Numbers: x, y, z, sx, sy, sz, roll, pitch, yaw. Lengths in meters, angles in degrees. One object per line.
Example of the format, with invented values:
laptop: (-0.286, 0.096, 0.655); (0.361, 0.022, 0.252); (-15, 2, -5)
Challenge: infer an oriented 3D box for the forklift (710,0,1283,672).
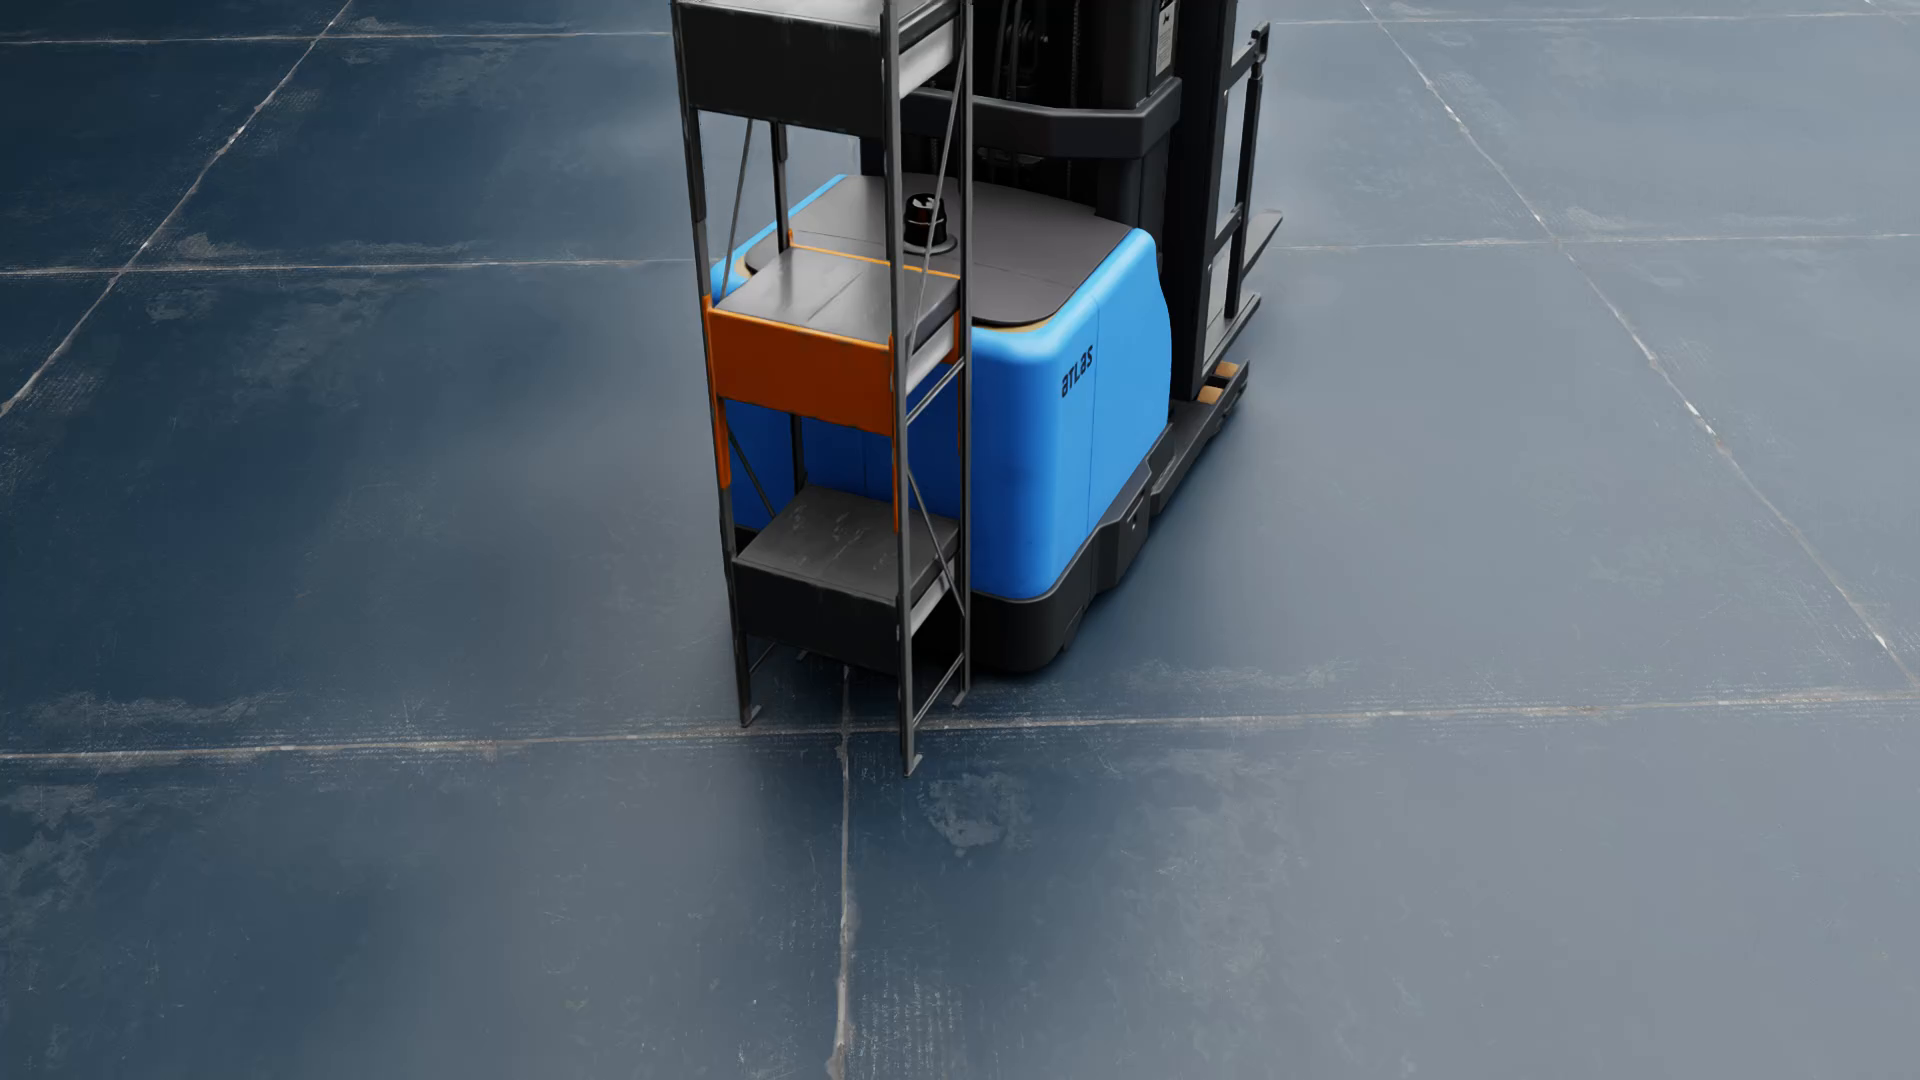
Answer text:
forklift: (0.378, -1.668, 5.085); (1.130, 2.935, 3.031); (15, 37, 20)

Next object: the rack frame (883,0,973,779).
rack frame: (-0.060, -0.344, 3.902); (0.015, 2.100, 0.400); (14, 37, 20)

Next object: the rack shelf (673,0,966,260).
rack shelf: (-0.283, -0.965, 3.593); (0.480, 0.518, 0.431); (14, 37, 20)

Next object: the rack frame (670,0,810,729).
rack frame: (-0.506, -0.457, 4.065); (0.015, 2.100, 0.400); (14, 37, 20)

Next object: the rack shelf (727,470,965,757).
rack shelf: (-0.283, 0.186, 4.389); (0.480, 0.518, 0.431); (14, 37, 20)

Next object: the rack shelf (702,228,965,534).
rack shelf: (-0.283, -0.389, 3.991); (0.480, 0.518, 0.431); (14, 37, 20)

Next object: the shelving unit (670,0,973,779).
shelving unit: (-0.283, -0.400, 3.983); (0.503, 2.100, 0.431); (14, 37, 20)
